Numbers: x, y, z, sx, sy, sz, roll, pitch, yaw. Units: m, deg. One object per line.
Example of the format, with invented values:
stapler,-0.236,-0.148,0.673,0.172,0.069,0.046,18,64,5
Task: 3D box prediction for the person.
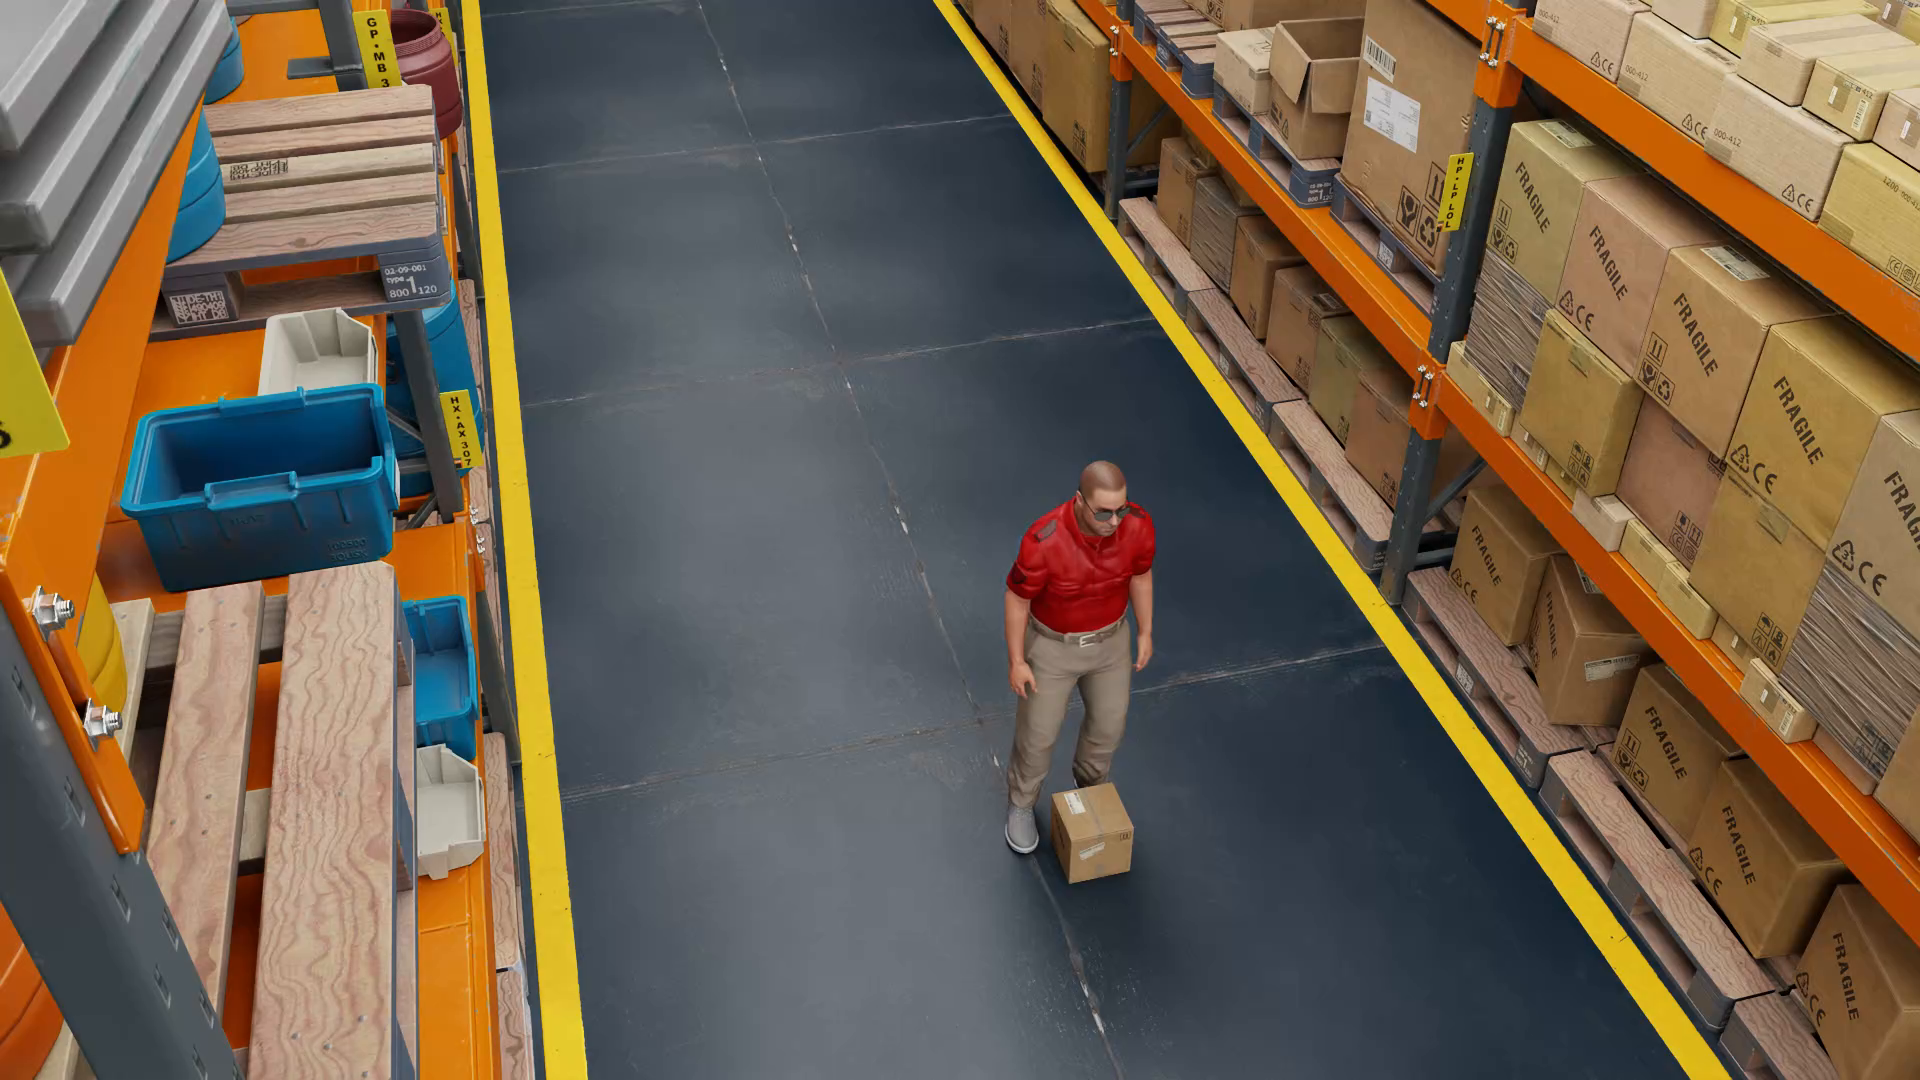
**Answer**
person,0.442,0.404,6.207,0.604,1.727,0.390,-12,39,-14
